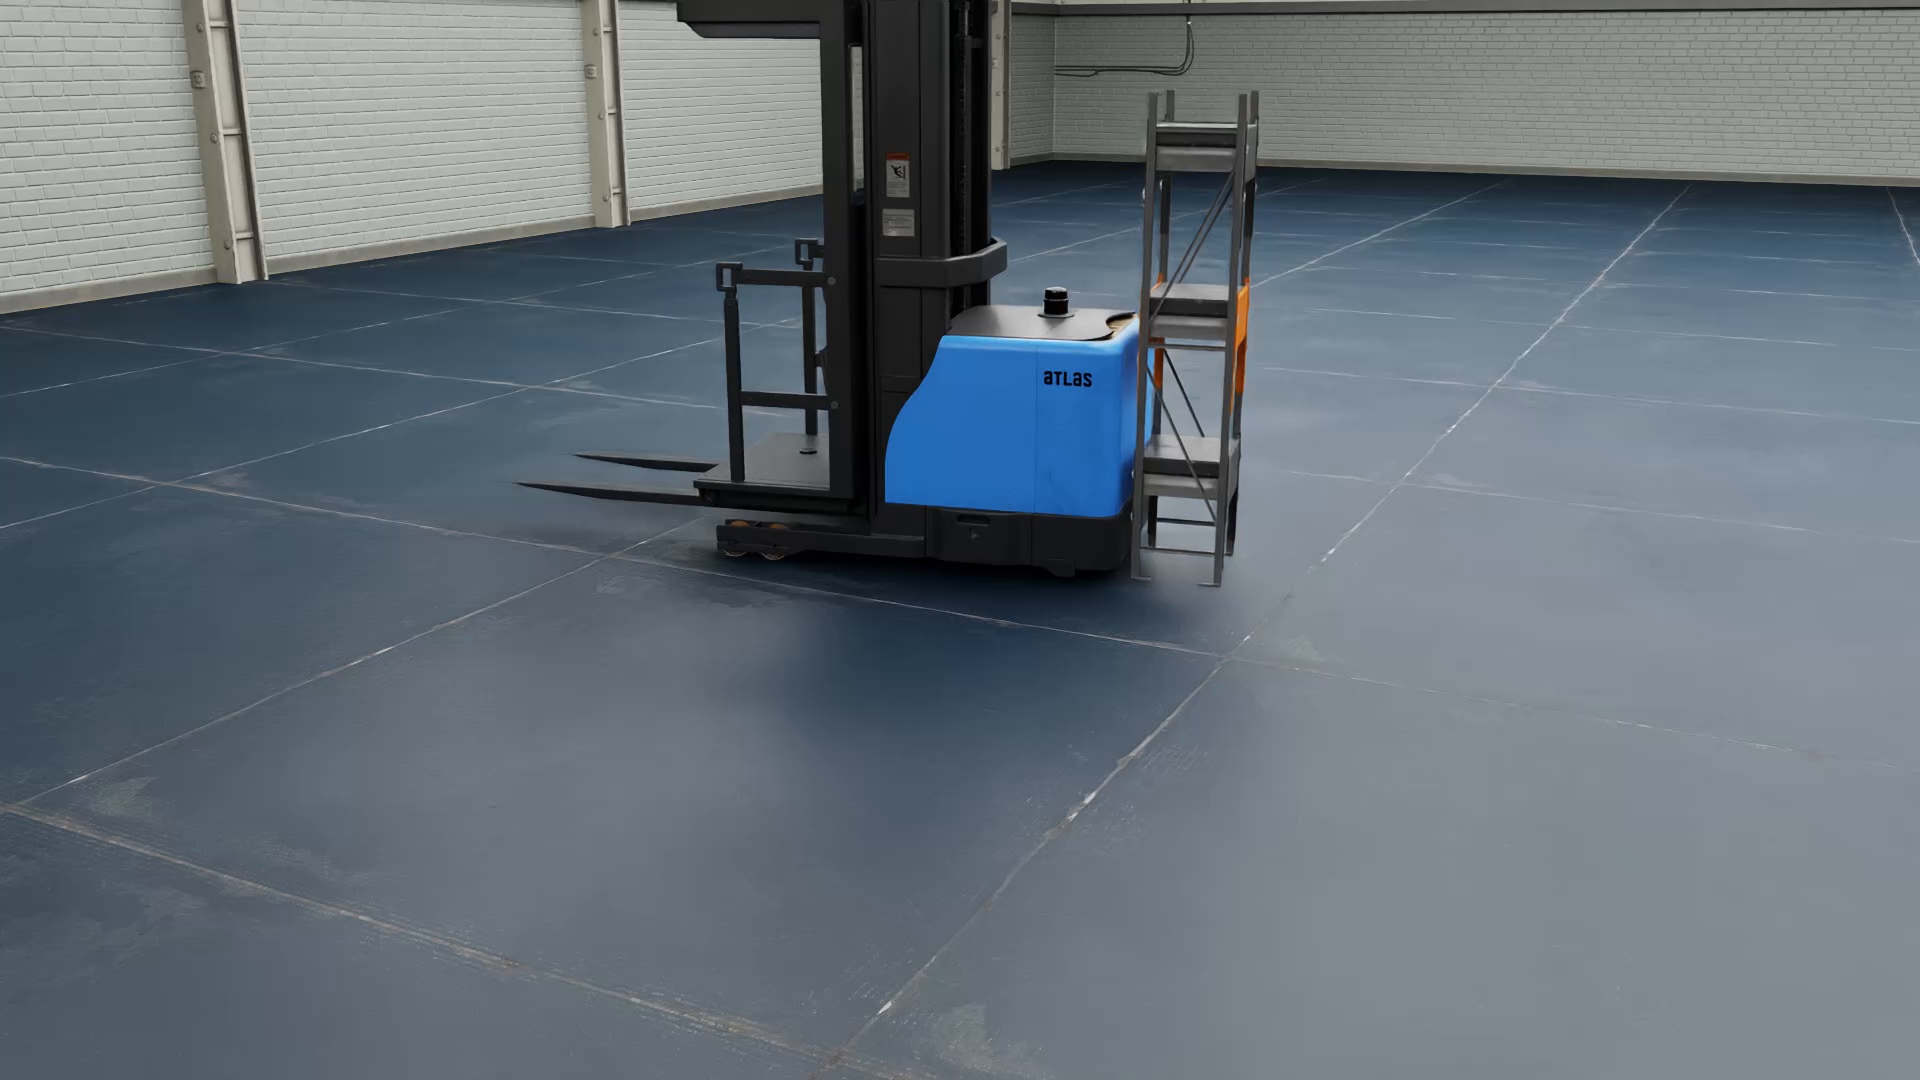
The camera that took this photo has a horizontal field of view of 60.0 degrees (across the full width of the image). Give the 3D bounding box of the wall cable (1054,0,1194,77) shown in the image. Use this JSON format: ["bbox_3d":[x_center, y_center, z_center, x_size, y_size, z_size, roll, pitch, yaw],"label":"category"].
[{"bbox_3d":[3.251,-10.629,33.458,3.097,2.526,0.112,8,18,25],"label":"wall cable"}]

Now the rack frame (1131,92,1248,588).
[{"bbox_3d":[0.963,-0.815,7.073,0.400,2.100,0.015,5,17,15],"label":"rack frame"}]

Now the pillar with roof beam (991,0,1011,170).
[{"bbox_3d":[4.603,-10.987,29.211,9.100,9.000,0.400,8,18,25],"label":"pillar with roof beam"}]

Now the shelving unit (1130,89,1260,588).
[{"bbox_3d":[1.028,-0.882,7.299,0.431,2.100,0.503,5,17,15],"label":"shelving unit"}]

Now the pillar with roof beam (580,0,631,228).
[{"bbox_3d":[-0.759,-7.931,18.920,9.100,9.000,0.400,8,18,25],"label":"pillar with roof beam"}]

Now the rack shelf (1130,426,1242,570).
[{"bbox_3d":[1.023,-0.198,7.503,0.431,0.518,0.480,5,17,15],"label":"rack shelf"}]

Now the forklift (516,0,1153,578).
[{"bbox_3d":[-0.640,-1.451,7.760,3.031,2.935,1.130,4,17,15],"label":"forklift"}]

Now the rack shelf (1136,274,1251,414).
[{"bbox_3d":[1.028,-0.869,7.303,0.431,0.518,0.480,5,17,15],"label":"rack shelf"}]

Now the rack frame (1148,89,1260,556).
[{"bbox_3d":[1.092,-0.949,7.524,0.400,2.100,0.015,5,17,15],"label":"rack frame"}]

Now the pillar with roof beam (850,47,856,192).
[{"bbox_3d":[1.922,-9.459,24.066,9.100,9.000,0.400,8,18,25],"label":"pillar with roof beam"}]

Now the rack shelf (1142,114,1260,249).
[{"bbox_3d":[1.033,-1.539,7.102,0.431,0.518,0.480,5,17,15],"label":"rack shelf"}]

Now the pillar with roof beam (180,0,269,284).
[{"bbox_3d":[-3.440,-6.402,13.775,9.100,9.000,0.400,8,18,25],"label":"pillar with roof beam"}]
